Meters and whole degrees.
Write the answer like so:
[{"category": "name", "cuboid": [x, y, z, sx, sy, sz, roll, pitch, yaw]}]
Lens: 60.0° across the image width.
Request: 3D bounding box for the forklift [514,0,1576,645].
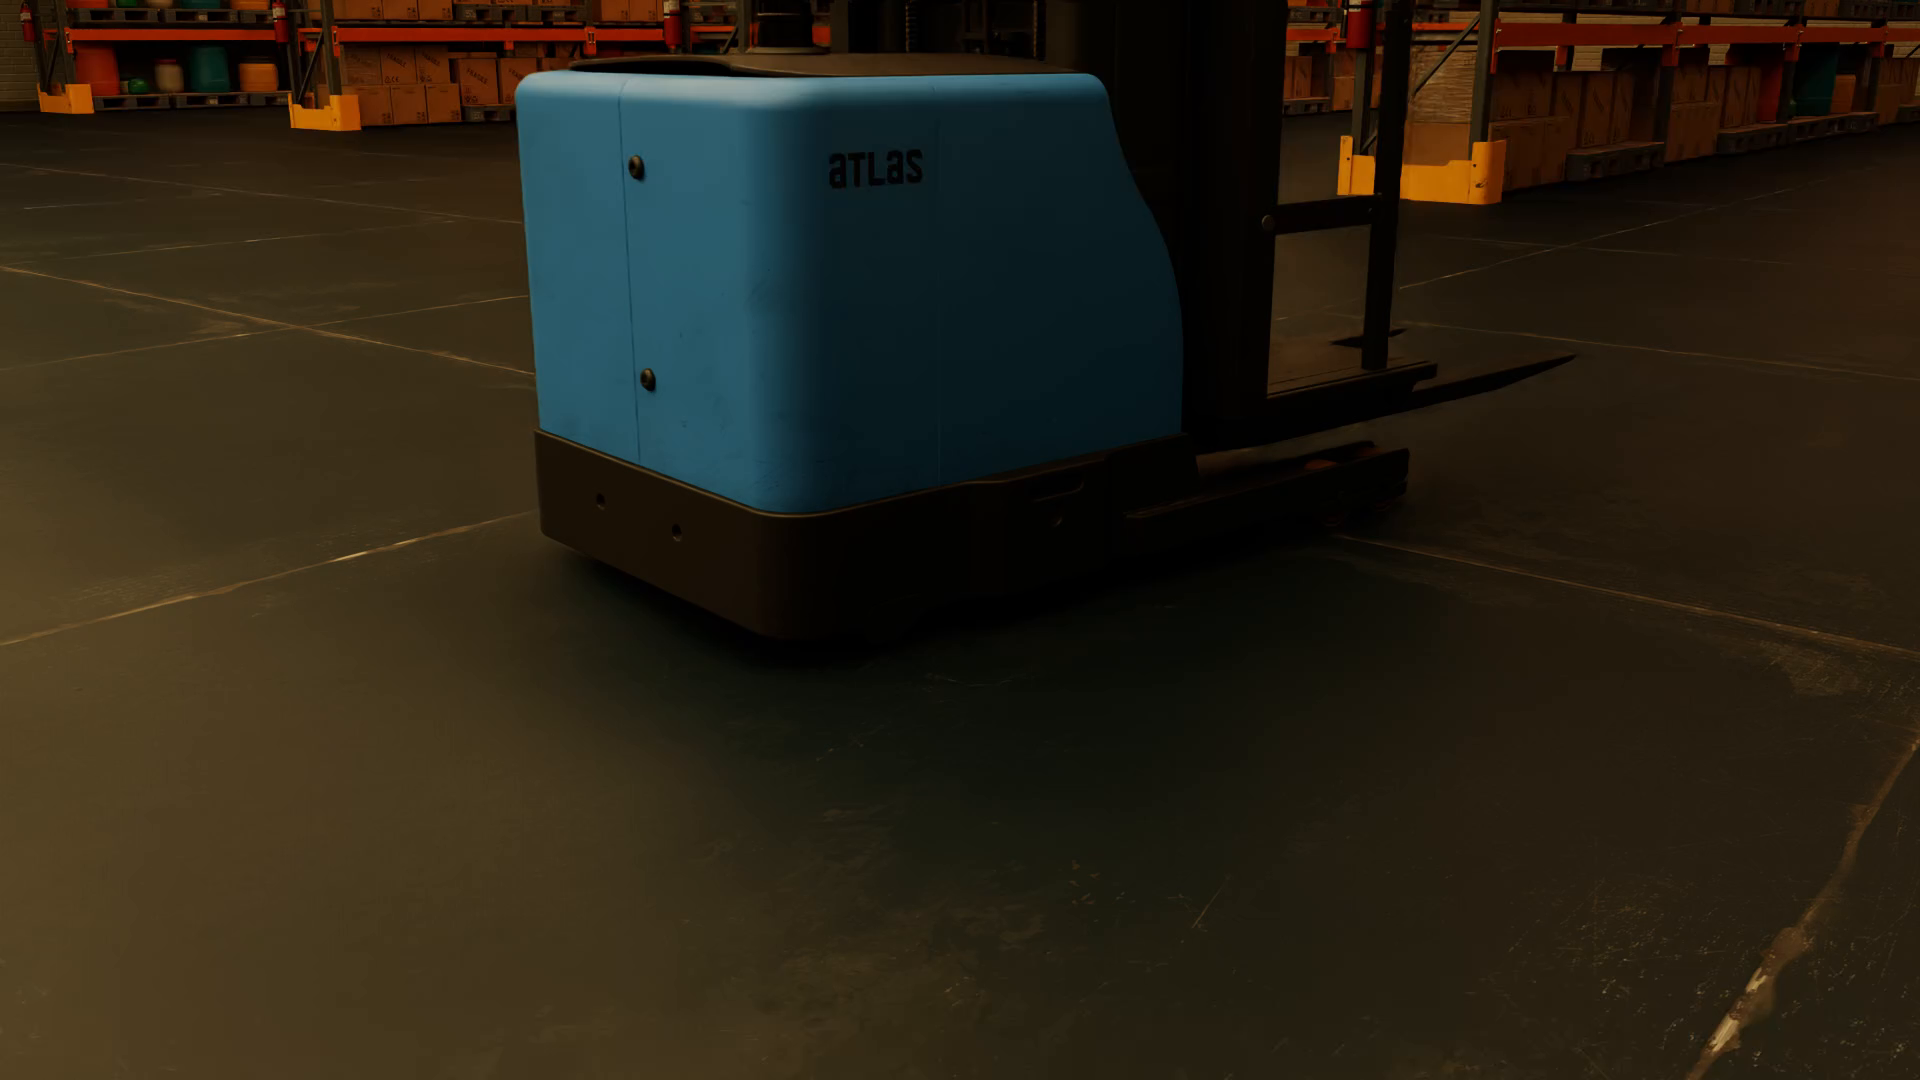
[{"category": "forklift", "cuboid": [0.494, -1.537, 3.958, 3.031, 2.935, 1.130, -14, 22, -39]}]
